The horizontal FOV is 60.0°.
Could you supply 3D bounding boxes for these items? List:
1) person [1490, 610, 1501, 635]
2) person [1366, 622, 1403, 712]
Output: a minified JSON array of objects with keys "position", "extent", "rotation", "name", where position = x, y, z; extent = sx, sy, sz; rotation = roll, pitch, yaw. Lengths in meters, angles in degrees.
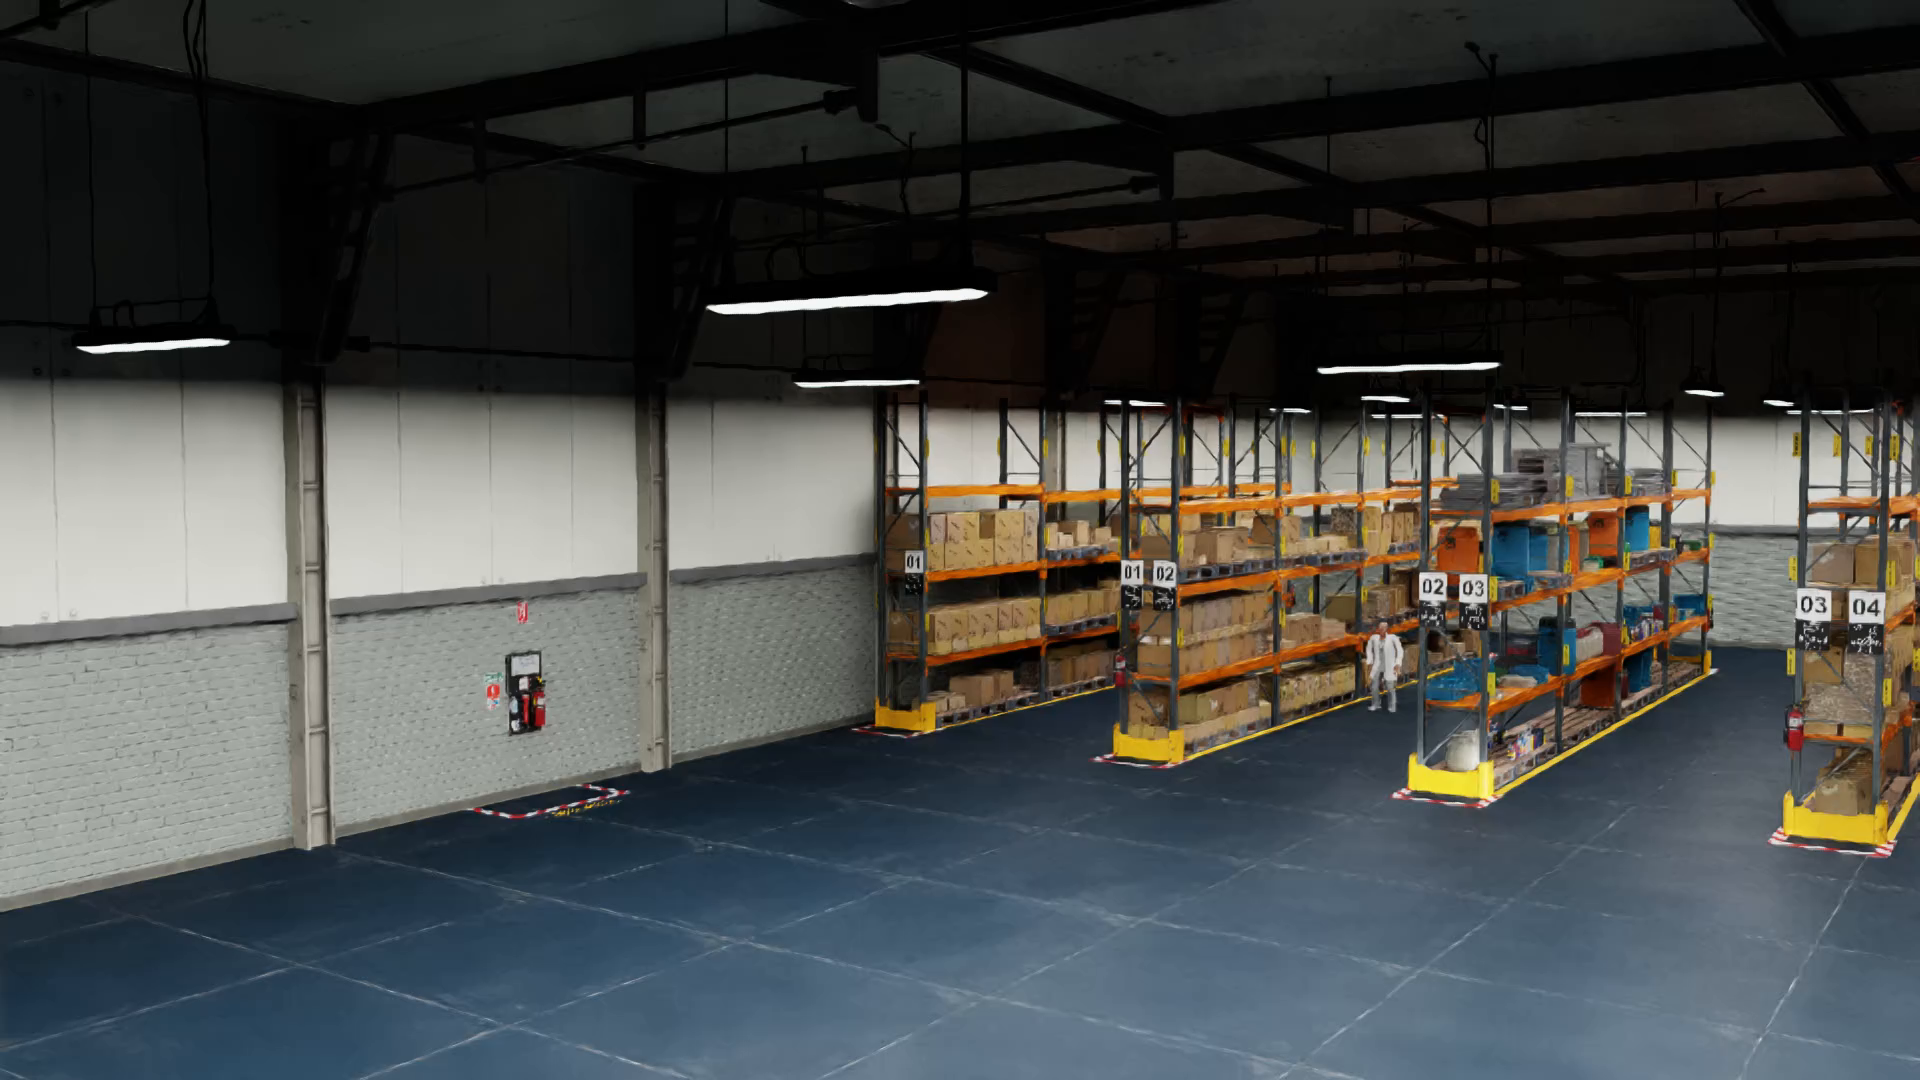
[{"position":[13.861,1.810,43.094],"extent":[0.624,1.599,0.776],"rotation":[1,3,15],"name":"person"},{"position":[8.028,2.394,31.471],"extent":[0.729,1.733,0.538],"rotation":[2,4,33],"name":"person"}]
